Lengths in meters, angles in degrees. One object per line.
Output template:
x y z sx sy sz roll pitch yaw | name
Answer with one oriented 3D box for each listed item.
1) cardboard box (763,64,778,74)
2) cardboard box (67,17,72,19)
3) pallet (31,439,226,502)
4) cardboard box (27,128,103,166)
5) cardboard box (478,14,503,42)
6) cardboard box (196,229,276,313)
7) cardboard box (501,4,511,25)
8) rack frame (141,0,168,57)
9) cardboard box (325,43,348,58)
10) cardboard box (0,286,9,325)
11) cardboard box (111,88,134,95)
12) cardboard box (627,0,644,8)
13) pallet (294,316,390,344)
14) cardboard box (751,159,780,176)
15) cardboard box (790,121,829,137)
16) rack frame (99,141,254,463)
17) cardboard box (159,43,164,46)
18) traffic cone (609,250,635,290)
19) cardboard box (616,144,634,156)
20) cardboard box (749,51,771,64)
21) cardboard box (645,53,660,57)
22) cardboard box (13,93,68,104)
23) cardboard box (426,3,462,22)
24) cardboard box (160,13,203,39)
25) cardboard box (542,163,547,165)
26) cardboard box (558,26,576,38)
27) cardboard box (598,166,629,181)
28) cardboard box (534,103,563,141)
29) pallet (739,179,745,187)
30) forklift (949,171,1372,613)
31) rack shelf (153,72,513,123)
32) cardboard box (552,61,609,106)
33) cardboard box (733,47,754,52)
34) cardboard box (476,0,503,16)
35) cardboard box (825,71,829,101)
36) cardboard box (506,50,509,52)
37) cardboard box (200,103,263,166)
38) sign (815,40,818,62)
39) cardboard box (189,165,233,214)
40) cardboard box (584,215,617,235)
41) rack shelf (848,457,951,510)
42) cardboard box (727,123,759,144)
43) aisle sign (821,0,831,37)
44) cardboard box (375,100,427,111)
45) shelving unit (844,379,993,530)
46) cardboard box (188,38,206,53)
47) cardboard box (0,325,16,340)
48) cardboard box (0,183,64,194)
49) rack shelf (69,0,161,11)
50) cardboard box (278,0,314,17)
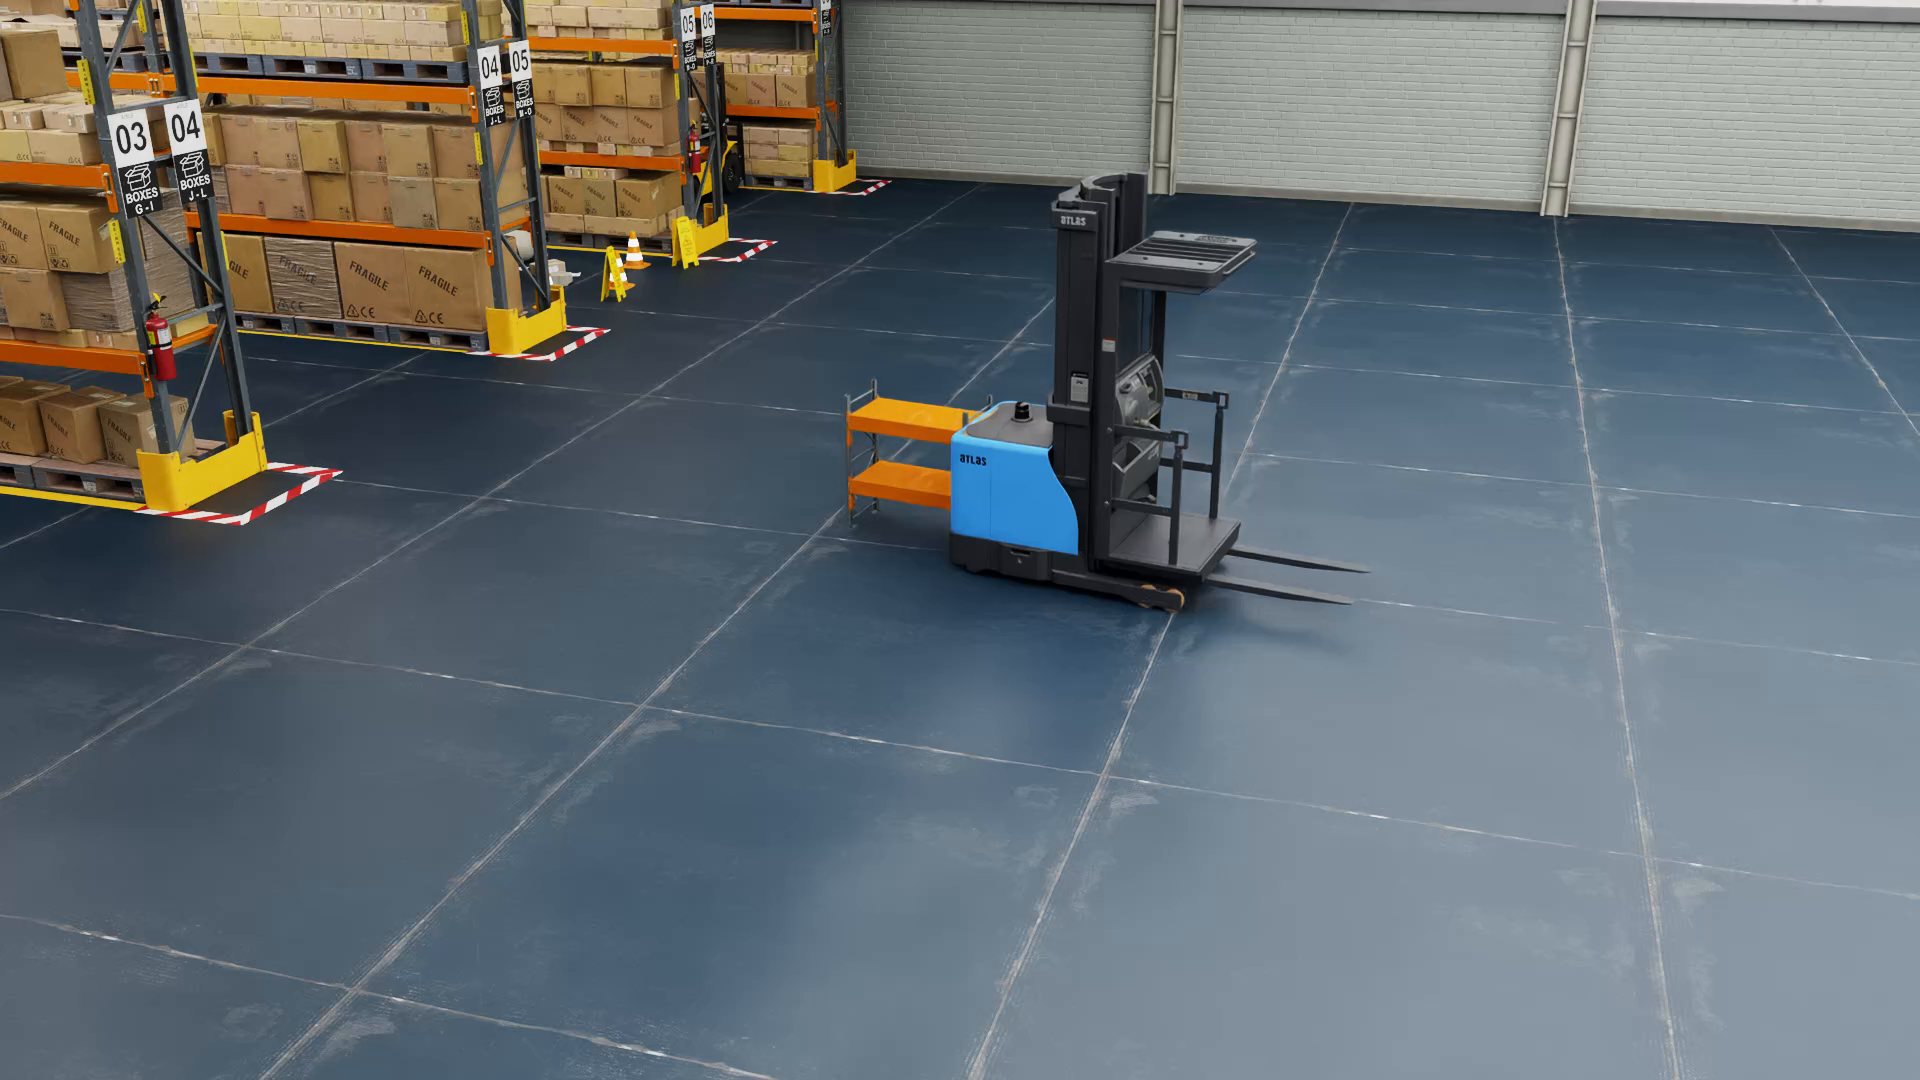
-2.979 -7.589 26.738 0.250 0.149 0.380 7 23 17 | cardboard box
-10.405 -5.912 19.175 0.258 0.266 0.396 7 23 16 | cardboard box
-7.215 -0.654 14.492 1.213 0.211 1.003 7 23 16 | pallet
-6.910 -3.113 13.057 0.500 0.250 0.500 7 23 17 | cardboard box
-5.233 -5.468 17.721 0.500 0.250 0.500 6 23 15 | cardboard box
-8.093 -3.181 19.223 0.875 0.875 0.875 7 23 16 | cardboard box
-6.027 -7.069 22.309 0.500 0.250 0.500 7 23 16 | cardboard box
-8.675 -6.839 17.991 0.127 3.000 1.000 7 23 16 | rack frame
-6.478 -5.190 17.569 0.250 0.149 0.380 7 23 16 | cardboard box
-7.873 -2.170 13.989 0.500 0.500 0.875 7 23 16 | cardboard box
-12.235 -6.836 24.438 0.500 0.500 0.500 7 23 16 | cardboard box
-4.157 -7.047 21.731 0.250 0.149 0.380 7 23 16 | cardboard box
-6.798 -2.529 19.062 1.213 0.211 1.003 7 23 15 | pallet
-3.096 -6.156 27.299 0.500 0.250 0.500 7 23 15 | cardboard box
-2.487 -6.745 27.418 0.500 0.250 0.500 6 23 15 | cardboard box
-6.375 -1.834 13.694 0.127 3.000 1.000 7 23 16 | rack frame
-14.919 -9.229 30.540 0.500 0.500 0.500 6 23 14 | cardboard box
-4.292 -3.399 20.852 0.334 0.463 0.336 7 23 16 | traffic cone
-4.446 -5.305 22.487 0.250 0.149 0.380 6 23 15 | cardboard box
-3.206 -7.774 26.797 0.250 0.149 0.380 7 23 16 | cardboard box
-4.952 -7.932 27.182 0.250 0.149 0.380 7 23 17 | cardboard box
-7.541 -3.582 13.674 0.250 0.149 0.380 6 23 15 | cardboard box
-5.266 -5.420 17.079 0.250 0.149 0.380 7 23 16 | cardboard box
-8.288 -5.605 18.055 0.500 0.250 0.500 7 23 16 | cardboard box
-6.210 -5.120 23.786 0.500 0.500 0.500 7 23 16 | cardboard box
-5.152 -6.794 22.165 0.250 0.149 0.380 6 23 14 | cardboard box
-4.725 -5.013 22.671 0.250 0.149 0.380 7 23 17 | cardboard box
-5.547 -5.753 22.725 0.500 0.500 0.500 7 23 16 | cardboard box
-3.990 -6.152 27.894 1.213 0.211 1.003 7 23 15 | pallet
1.477 -1.065 11.909 3.031 2.935 1.130 10 24 23 | forklift
-6.760 -4.900 18.162 4.000 0.370 1.077 7 23 16 | rack shelf
-5.065 -6.135 22.337 0.500 0.500 0.700 6 23 15 | cardboard box
-3.554 -8.019 27.393 0.250 0.149 0.380 6 23 14 | cardboard box
-5.073 -5.659 17.660 0.250 0.149 0.380 7 23 16 | cardboard box
-2.476 -7.440 27.229 0.500 0.500 0.500 7 23 17 | cardboard box
-7.632 -8.324 28.529 0.250 0.149 0.380 7 23 16 | cardboard box
-8.332 -4.580 18.767 0.550 0.550 0.875 7 23 16 | cardboard box
-2.252 -7.688 26.128 0.005 0.325 0.100 7 23 16 | sign
-8.318 -4.097 19.013 0.550 0.550 0.875 7 23 16 | cardboard box
-4.857 -4.408 23.037 0.500 0.250 0.500 7 23 16 | cardboard box
-0.326 -0.380 13.264 1.000 0.278 0.538 10 24 23 | rack shelf
-3.589 -6.666 27.226 0.500 0.250 0.500 7 23 16 | cardboard box
-2.104 -8.328 26.099 0.004 0.787 0.394 7 23 16 | aisle sign
-7.850 -6.219 23.306 0.500 0.500 0.500 6 23 15 | cardboard box
-0.326 -0.606 13.171 1.048 1.125 0.538 10 24 23 | shelving unit
-8.176 -5.385 18.044 0.250 0.149 0.380 7 23 16 | cardboard box
-7.909 -1.805 13.955 0.250 0.149 0.380 7 23 16 | cardboard box
-7.778 -2.752 14.090 0.500 0.500 0.500 7 23 16 | cardboard box
-8.290 -4.495 13.227 4.000 0.370 1.077 7 23 16 | rack shelf
-6.968 -5.615 17.553 0.250 0.149 0.380 6 23 15 | cardboard box
